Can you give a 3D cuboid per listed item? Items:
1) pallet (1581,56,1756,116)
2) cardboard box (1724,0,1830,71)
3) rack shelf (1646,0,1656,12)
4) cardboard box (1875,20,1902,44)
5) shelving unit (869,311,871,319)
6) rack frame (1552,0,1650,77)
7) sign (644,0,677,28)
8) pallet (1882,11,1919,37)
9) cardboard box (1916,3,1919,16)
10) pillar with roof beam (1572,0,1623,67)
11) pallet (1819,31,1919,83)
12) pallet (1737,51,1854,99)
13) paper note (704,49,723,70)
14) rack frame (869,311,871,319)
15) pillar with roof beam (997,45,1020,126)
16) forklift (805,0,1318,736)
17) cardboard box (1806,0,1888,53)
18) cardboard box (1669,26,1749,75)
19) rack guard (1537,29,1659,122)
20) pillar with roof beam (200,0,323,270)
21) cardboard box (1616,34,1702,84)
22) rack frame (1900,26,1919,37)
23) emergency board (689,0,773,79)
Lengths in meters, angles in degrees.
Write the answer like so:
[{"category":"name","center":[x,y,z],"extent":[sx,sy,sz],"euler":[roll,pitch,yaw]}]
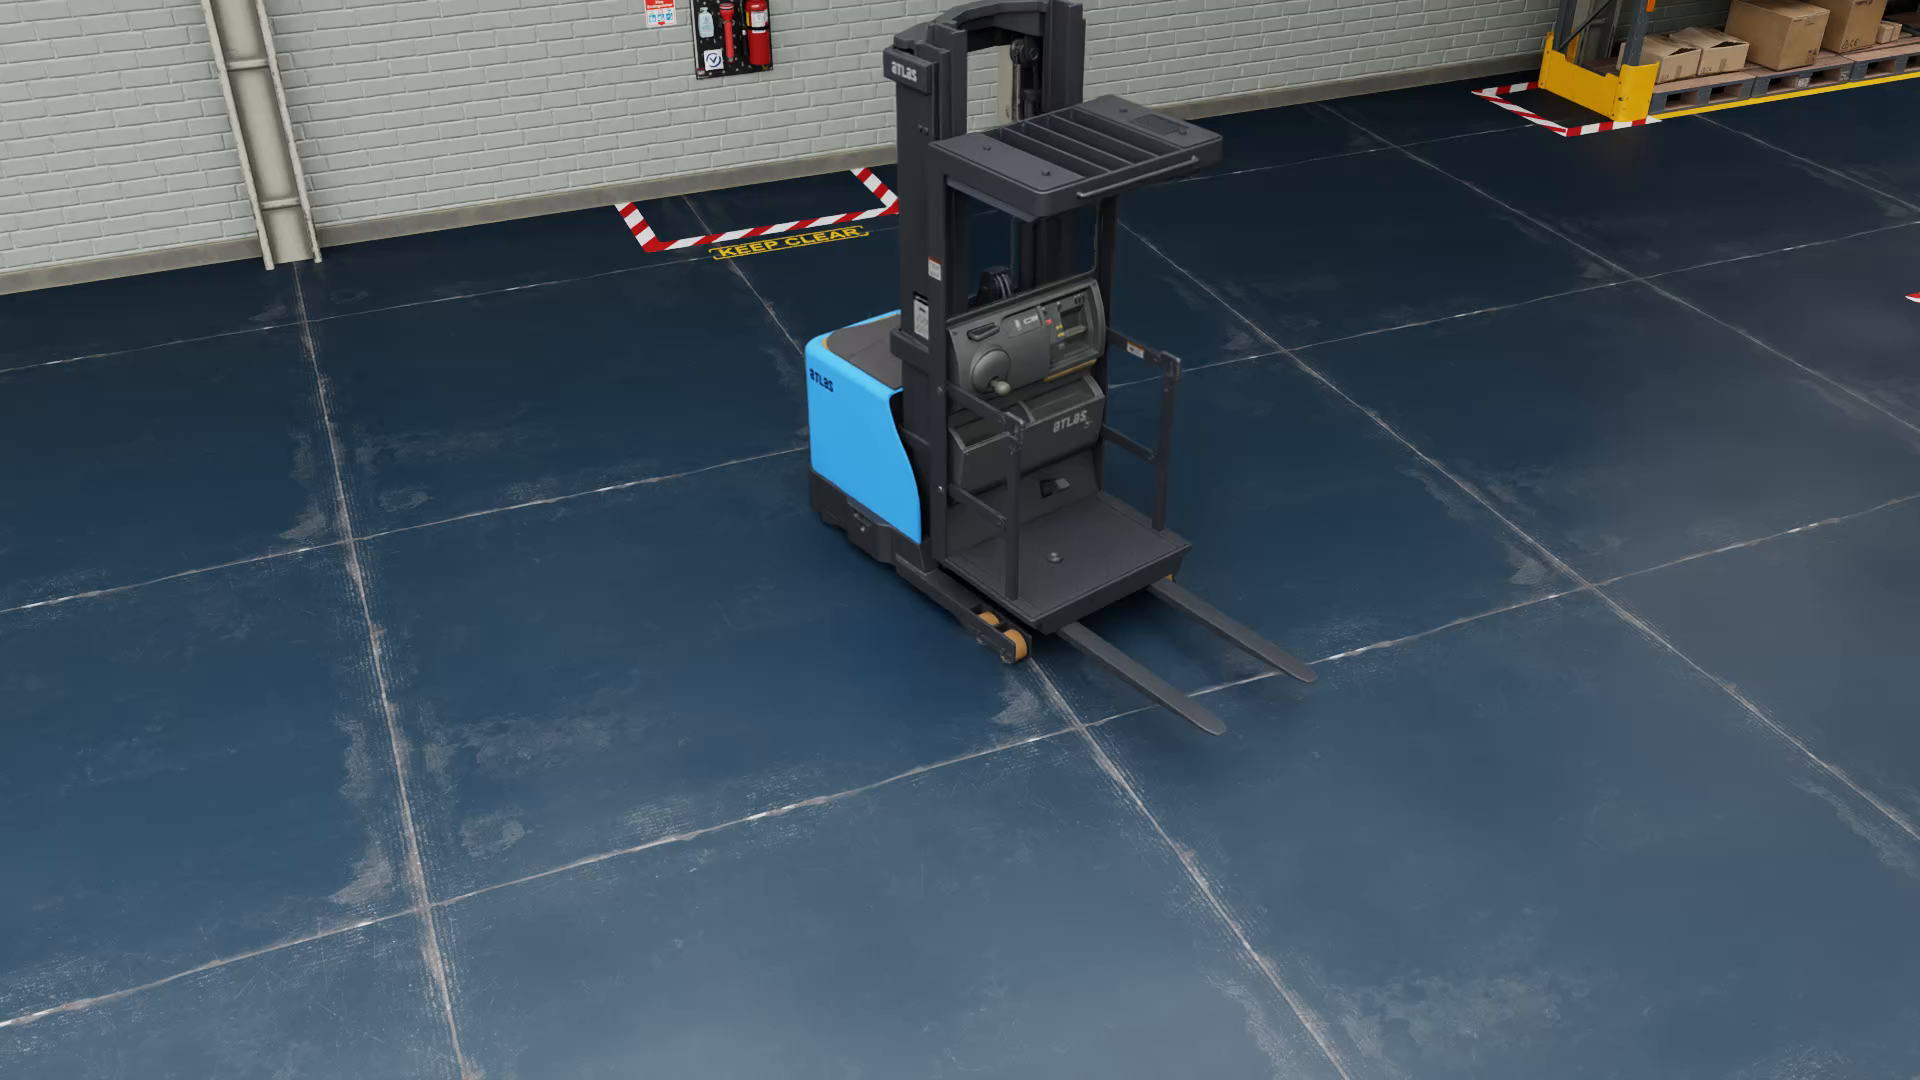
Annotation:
[{"category":"pallet","center":[6.613,-4.312,15.602],"extent":[1.213,0.211,1.003],"euler":[-13,35,-19]},{"category":"cardboard box","center":[7.674,-4.799,15.682],"extent":[0.500,0.500,0.700],"euler":[-15,36,-22]},{"category":"rack shelf","center":[7.624,-5.432,15.426],"extent":[4.000,0.370,1.077],"euler":[-13,35,-19]},{"category":"cardboard box","center":[8.987,-5.025,16.335],"extent":[0.250,0.166,0.380],"euler":[-18,37,-25]},{"category":"shelving unit","center":[-0.391,-0.884,9.700],"extent":[0.210,0.900,0.258],"euler":[-7,34,-11]},{"category":"rack frame","center":[5.780,-5.311,14.581],"extent":[0.127,3.000,1.000],"euler":[-13,35,-19]},{"category":"sign","center":[-2.284,-4.075,12.648],"extent":[0.234,0.329,0.001],"euler":[-13,35,-19]},{"category":"pallet","center":[10.186,-5.152,16.893],"extent":[1.213,0.211,1.003],"euler":[-13,35,-19]},{"category":"cardboard box","center":[10.141,-5.456,16.692],"extent":[0.500,0.500,0.700],"euler":[-12,35,-17]},{"category":"pillar with roof beam","center":[7.757,-6.244,10.513],"extent":[0.400,9.000,9.100],"euler":[-13,35,-19]},{"category":"pallet","center":[8.863,-4.828,16.394],"extent":[1.213,0.211,1.003],"euler":[-13,35,-19]},{"category":"pallet","center":[7.736,-4.568,15.995],"extent":[1.213,0.211,1.003],"euler":[-13,35,-19]},{"category":"paper note","center":[-1.925,-3.753,12.993],"extent":[0.142,0.148,0.016],"euler":[-13,35,-19]},{"category":"rack frame","center":[-0.490,-0.871,9.680],"extent":[0.006,0.900,0.240],"euler":[-7,34,-11]},{"category":"pillar with roof beam","center":[2.225,-4.977,8.566],"extent":[0.400,9.000,9.100],"euler":[-13,35,-19]},{"category":"forklift","center":[0.470,-0.928,7.906],"extent":[1.130,2.935,3.031],"euler":[-24,40,-32]},{"category":"cardboard box","center":[8.527,-5.053,16.073],"extent":[0.500,0.500,0.500],"euler":[-16,36,-22]},{"category":"cardboard box","center":[6.979,-4.590,15.534],"extent":[0.500,0.311,0.500],"euler":[-10,34,-15]},{"category":"rack guard","center":[5.850,-4.280,15.287],"extent":[0.348,0.500,1.175],"euler":[-13,35,-19]},{"category":"pillar with roof beam","center":[-3.307,-3.710,6.619],"extent":[0.400,9.000,9.100],"euler":[-13,35,-19]},{"category":"cardboard box","center":[6.453,-4.470,15.349],"extent":[0.500,0.311,0.500],"euler":[-17,37,-24]},{"category":"rack frame","center":[9.468,-6.156,15.879],"extent":[0.127,3.000,1.000],"euler":[-13,35,-19]},{"category":"emergency board","center":[-1.735,-4.125,12.757],"extent":[0.643,1.169,0.194],"euler":[-13,35,-19]}]
